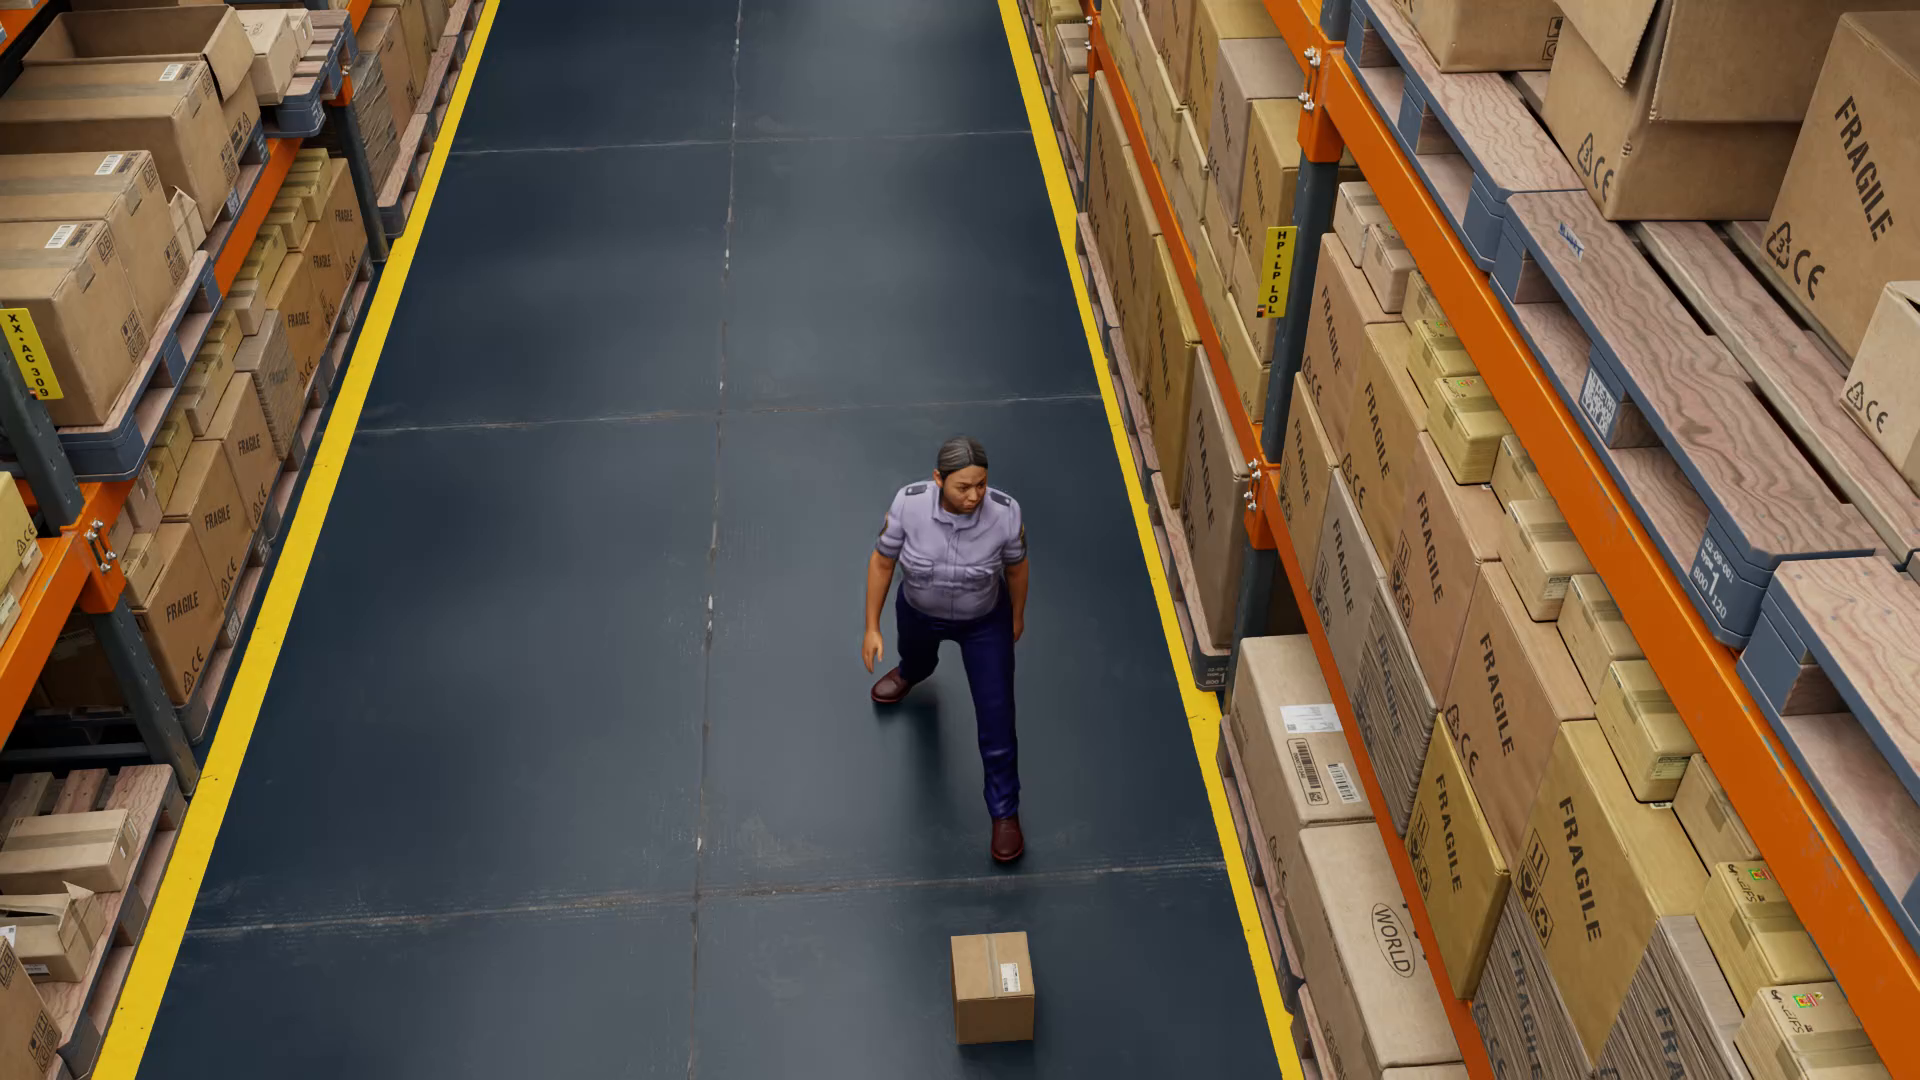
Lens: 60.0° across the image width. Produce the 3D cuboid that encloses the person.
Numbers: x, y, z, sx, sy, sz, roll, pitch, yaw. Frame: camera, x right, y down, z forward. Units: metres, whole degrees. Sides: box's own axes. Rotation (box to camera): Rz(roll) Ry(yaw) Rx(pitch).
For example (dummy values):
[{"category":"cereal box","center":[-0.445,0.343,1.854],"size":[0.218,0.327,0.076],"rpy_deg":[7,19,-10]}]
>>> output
[{"category":"person","center":[-0.052,0.244,5.886],"size":[0.717,1.594,0.953],"rpy_deg":[7,40,8]}]
